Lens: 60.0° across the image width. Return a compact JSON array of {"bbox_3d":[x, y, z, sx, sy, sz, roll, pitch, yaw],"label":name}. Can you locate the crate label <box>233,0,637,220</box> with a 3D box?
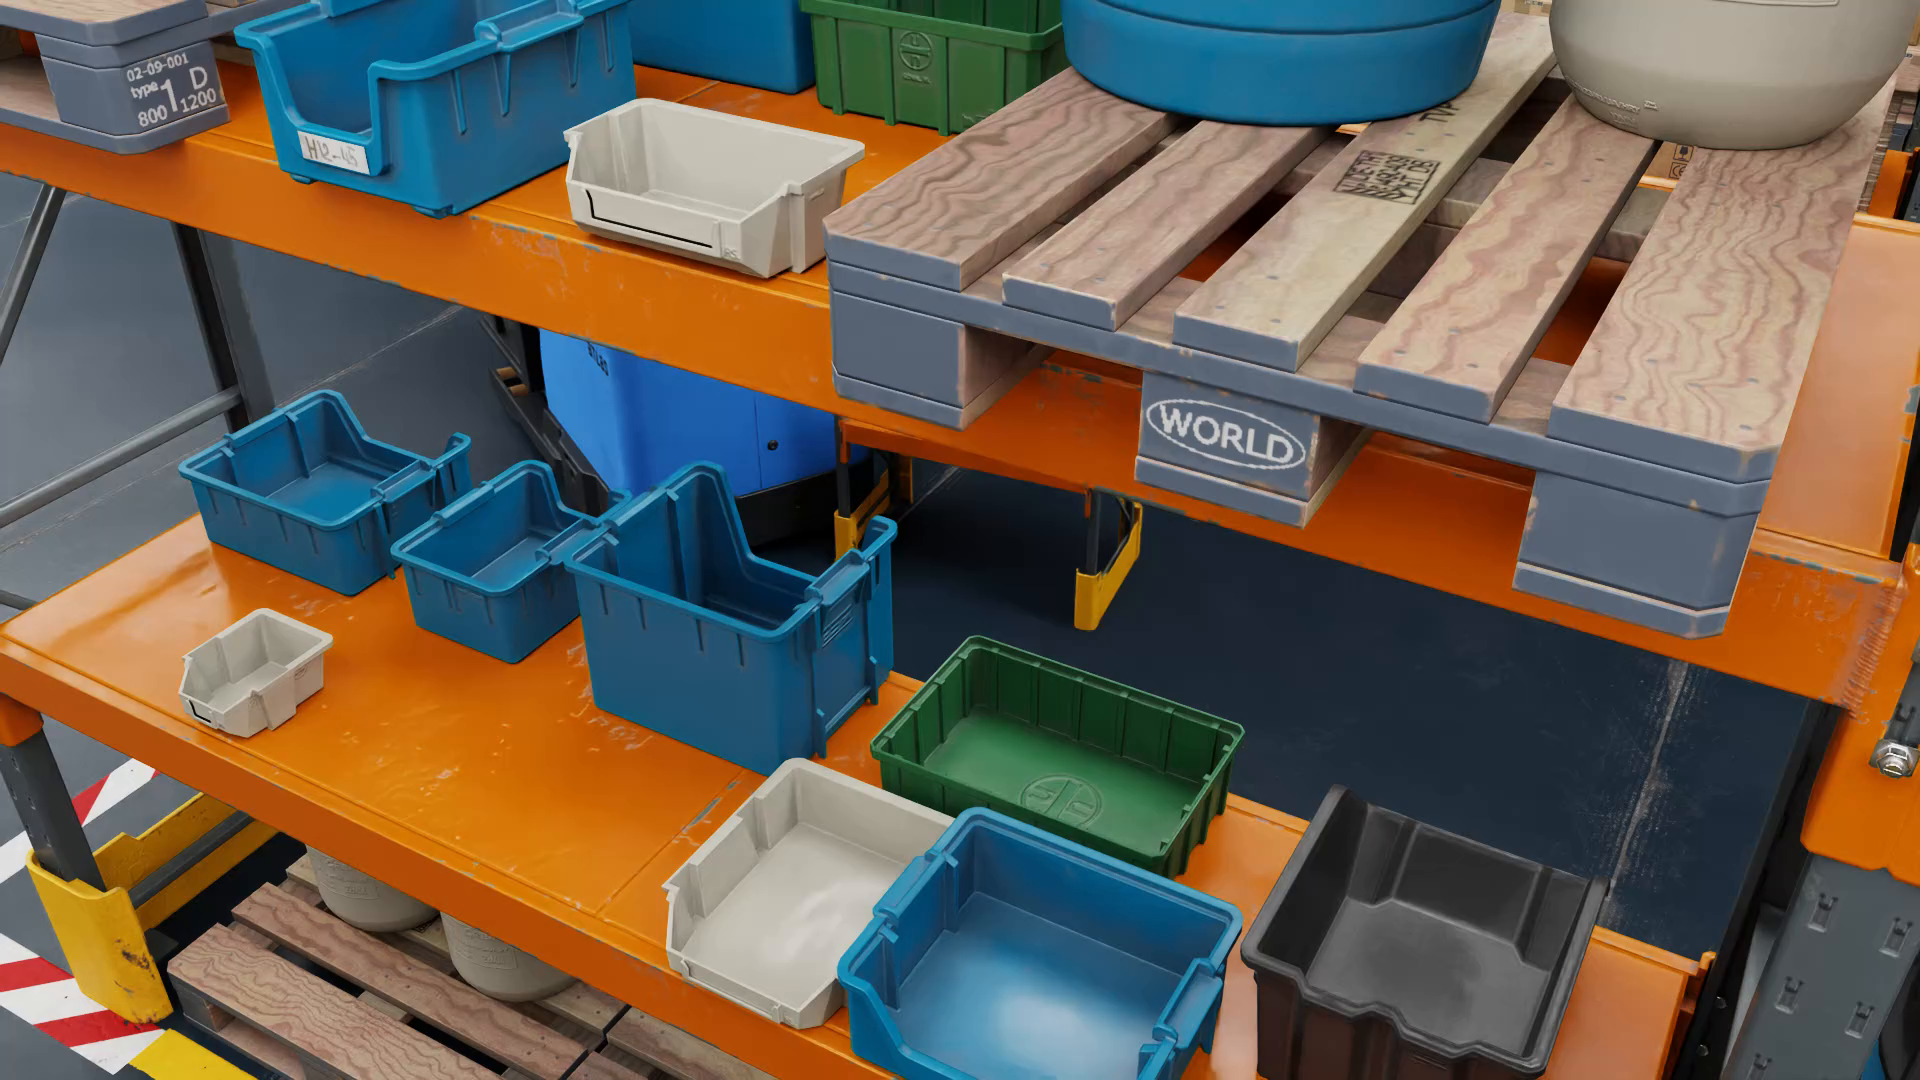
[{"bbox_3d":[-0.769,-0.706,2.531,0.408,0.251,0.502,18,37,24],"label":"crate label"}]

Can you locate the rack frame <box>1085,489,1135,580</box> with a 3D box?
[{"bbox_3d":[0.575,-0.435,6.050,0.032,1.500,0.500,13,36,19],"label":"rack frame"}]

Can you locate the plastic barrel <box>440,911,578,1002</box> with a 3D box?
[{"bbox_3d":[-1.186,0.950,4.483,0.421,0.512,0.421,0,34,0],"label":"plastic barrel"}]

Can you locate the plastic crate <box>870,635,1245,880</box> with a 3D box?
[{"bbox_3d":[0.204,0.486,3.504,0.662,0.188,0.450,18,37,24],"label":"plastic crate"}]

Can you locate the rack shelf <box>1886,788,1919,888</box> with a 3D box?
[{"bbox_3d":[2.979,0.508,1.223,4.000,0.370,1.077,18,37,24],"label":"rack shelf"}]

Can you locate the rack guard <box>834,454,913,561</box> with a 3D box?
[{"bbox_3d":[-0.344,-0.130,6.720,0.087,0.250,0.587,13,36,19],"label":"rack guard"}]

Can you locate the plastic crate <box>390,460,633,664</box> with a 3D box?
[{"bbox_3d":[-1.086,0.044,4.112,0.408,0.251,0.499,18,37,24],"label":"plastic crate"}]

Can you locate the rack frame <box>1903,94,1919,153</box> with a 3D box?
[{"bbox_3d":[6.158,-3.860,9.841,0.127,3.000,1.000,18,37,24],"label":"rack frame"}]

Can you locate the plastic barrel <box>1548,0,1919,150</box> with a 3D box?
[{"bbox_3d":[0.966,-0.775,2.022,0.421,0.512,0.421,0,34,0],"label":"plastic barrel"}]

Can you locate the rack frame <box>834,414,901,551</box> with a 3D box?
[{"bbox_3d":[-0.361,-0.654,6.380,0.032,1.500,0.500,13,36,19],"label":"rack frame"}]

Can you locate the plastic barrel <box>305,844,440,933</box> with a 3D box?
[{"bbox_3d":[-1.621,0.812,4.690,0.421,0.512,0.421,0,34,0],"label":"plastic barrel"}]

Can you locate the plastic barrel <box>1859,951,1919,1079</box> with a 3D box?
[{"bbox_3d":[1.428,0.951,2.164,0.708,0.901,0.600,18,37,24],"label":"plastic barrel"}]

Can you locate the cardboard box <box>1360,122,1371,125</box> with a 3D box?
[{"bbox_3d":[1.975,-2.058,7.044,0.500,0.500,0.700,19,38,26],"label":"cardboard box"}]

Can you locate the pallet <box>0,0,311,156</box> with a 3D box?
[{"bbox_3d":[-1.561,-1.088,3.142,1.213,0.211,1.003,18,37,24],"label":"pallet"}]

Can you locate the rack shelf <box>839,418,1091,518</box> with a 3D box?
[{"bbox_3d":[0.107,-0.395,6.314,1.000,0.185,0.538,13,36,19],"label":"rack shelf"}]

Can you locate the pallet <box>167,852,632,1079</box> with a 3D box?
[{"bbox_3d":[-1.438,1.192,4.769,1.213,0.211,1.003,18,37,24],"label":"pallet"}]

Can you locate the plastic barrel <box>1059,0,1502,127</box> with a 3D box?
[{"bbox_3d":[0.431,-1.050,2.083,0.708,0.901,0.600,18,37,24],"label":"plastic barrel"}]

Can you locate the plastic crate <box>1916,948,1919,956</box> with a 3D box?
[{"bbox_3d":[1.815,0.867,2.685,0.583,0.464,0.402,18,37,24],"label":"plastic crate"}]

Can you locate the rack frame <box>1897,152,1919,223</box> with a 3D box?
[{"bbox_3d":[3.703,-1.475,6.259,0.127,3.000,1.000,18,37,24],"label":"rack frame"}]

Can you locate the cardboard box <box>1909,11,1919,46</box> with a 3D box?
[{"bbox_3d":[3.315,-2.176,6.051,0.500,0.500,0.700,18,38,25],"label":"cardboard box"}]

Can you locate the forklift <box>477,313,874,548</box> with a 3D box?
[{"bbox_3d":[-1.521,-1.877,6.925,1.130,2.935,3.031,-18,38,-24],"label":"forklift"}]

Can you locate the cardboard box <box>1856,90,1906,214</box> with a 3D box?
[{"bbox_3d":[3.315,-1.636,6.410,0.500,0.500,0.700,17,37,23],"label":"cardboard box"}]

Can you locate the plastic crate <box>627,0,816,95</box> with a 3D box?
[{"bbox_3d":[-0.425,-1.055,2.936,0.575,0.384,0.392,18,37,24],"label":"plastic crate"}]

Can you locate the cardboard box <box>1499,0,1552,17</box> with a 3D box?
[{"bbox_3d":[2.259,-2.109,6.535,0.250,0.149,0.380,19,38,26],"label":"cardboard box"}]

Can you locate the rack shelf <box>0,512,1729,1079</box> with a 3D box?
[{"bbox_3d":[-0.494,0.657,3.707,4.000,0.370,1.077,18,37,24],"label":"rack shelf"}]

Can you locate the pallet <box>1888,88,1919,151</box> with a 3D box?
[{"bbox_3d":[5.557,-2.867,10.865,1.213,0.211,1.003,18,37,24],"label":"pallet"}]

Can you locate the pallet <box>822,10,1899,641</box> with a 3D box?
[{"bbox_3d":[0.568,-0.414,2.129,1.003,0.211,1.213,18,37,24],"label":"pallet"}]

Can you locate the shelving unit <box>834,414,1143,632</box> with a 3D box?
[{"bbox_3d":[0.115,-0.543,6.212,1.083,1.500,0.587,13,36,19],"label":"shelving unit"}]

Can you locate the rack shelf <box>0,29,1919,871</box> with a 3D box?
[{"bbox_3d":[-0.494,-0.592,2.875,4.000,0.370,1.077,18,37,24],"label":"rack shelf"}]

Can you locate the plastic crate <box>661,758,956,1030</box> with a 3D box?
[{"bbox_3d":[-0.293,0.692,3.242,0.437,0.136,0.530,18,37,24],"label":"plastic crate"}]

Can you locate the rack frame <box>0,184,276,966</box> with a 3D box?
[{"bbox_3d":[-2.230,-0.193,4.333,0.127,3.000,1.000,18,37,24],"label":"rack frame"}]

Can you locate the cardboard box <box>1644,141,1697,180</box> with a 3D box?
[{"bbox_3d":[2.854,-1.778,6.623,0.500,0.500,0.700,17,37,24],"label":"cardboard box"}]

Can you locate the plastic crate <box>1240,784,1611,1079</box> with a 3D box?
[{"bbox_3d":[0.851,0.728,3.006,0.504,0.338,0.767,18,37,24],"label":"plastic crate"}]

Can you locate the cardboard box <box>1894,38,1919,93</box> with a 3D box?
[{"bbox_3d":[3.361,-1.759,6.009,0.250,0.149,0.380,18,37,24],"label":"cardboard box"}]

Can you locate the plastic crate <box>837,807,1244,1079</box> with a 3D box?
[{"bbox_3d":[0.147,0.796,2.983,0.616,0.251,0.499,18,37,24],"label":"plastic crate"}]

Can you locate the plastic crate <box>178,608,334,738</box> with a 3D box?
[{"bbox_3d":[-1.613,0.318,3.804,0.250,0.136,0.298,18,37,24],"label":"plastic crate"}]

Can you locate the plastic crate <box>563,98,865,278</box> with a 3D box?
[{"bbox_3d":[-0.352,-0.478,2.294,0.396,0.136,0.243,18,37,24],"label":"plastic crate"}]

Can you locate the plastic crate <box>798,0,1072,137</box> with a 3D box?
[{"bbox_3d":[0.008,-0.818,2.757,0.450,0.188,0.336,18,37,24],"label":"plastic crate"}]

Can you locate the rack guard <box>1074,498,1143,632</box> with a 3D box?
[{"bbox_3d":[0.574,0.085,6.396,0.087,0.250,0.587,13,36,19],"label":"rack guard"}]

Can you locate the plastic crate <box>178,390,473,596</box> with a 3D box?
[{"bbox_3d":[-1.647,-0.137,4.384,0.616,0.251,0.499,18,37,24],"label":"plastic crate"}]

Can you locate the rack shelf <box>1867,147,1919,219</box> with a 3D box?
[{"bbox_3d":[1.967,-1.726,7.285,4.000,0.370,1.077,18,37,24],"label":"rack shelf"}]

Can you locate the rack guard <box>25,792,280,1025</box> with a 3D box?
[{"bbox_3d":[-2.141,0.846,5.029,0.348,0.500,1.175,18,37,24],"label":"rack guard"}]

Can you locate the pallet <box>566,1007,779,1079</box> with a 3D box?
[{"bbox_3d":[-0.383,1.528,4.265,1.213,0.211,1.003,18,37,24],"label":"pallet"}]

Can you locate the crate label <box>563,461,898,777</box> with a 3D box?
[{"bbox_3d":[-0.498,0.169,3.759,0.616,0.435,0.502,18,37,24],"label":"crate label"}]
